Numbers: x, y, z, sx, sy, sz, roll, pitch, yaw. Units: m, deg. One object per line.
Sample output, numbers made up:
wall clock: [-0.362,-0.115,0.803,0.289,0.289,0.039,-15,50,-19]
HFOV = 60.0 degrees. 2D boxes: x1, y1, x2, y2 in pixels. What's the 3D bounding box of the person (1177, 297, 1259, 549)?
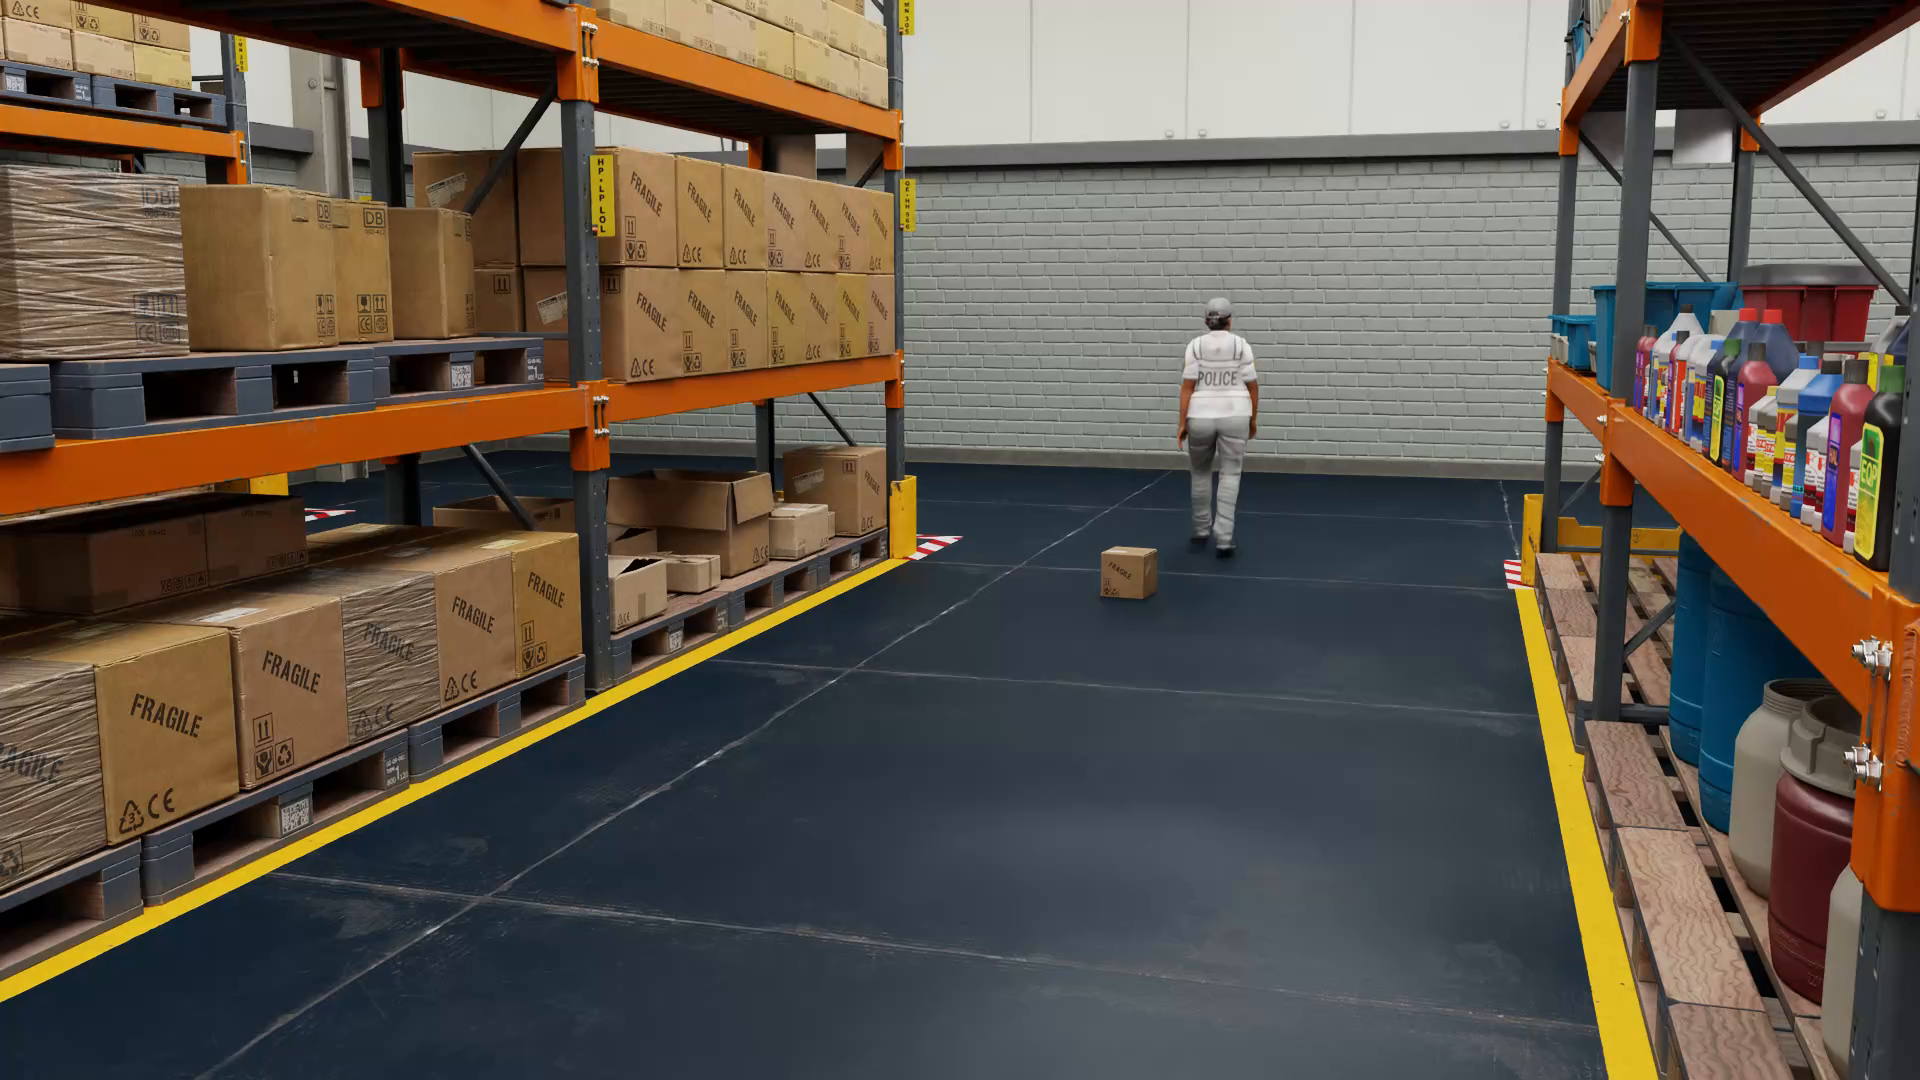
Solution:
person: [1.716,-0.771,10.981,0.502,1.648,0.840,2,9,16]
